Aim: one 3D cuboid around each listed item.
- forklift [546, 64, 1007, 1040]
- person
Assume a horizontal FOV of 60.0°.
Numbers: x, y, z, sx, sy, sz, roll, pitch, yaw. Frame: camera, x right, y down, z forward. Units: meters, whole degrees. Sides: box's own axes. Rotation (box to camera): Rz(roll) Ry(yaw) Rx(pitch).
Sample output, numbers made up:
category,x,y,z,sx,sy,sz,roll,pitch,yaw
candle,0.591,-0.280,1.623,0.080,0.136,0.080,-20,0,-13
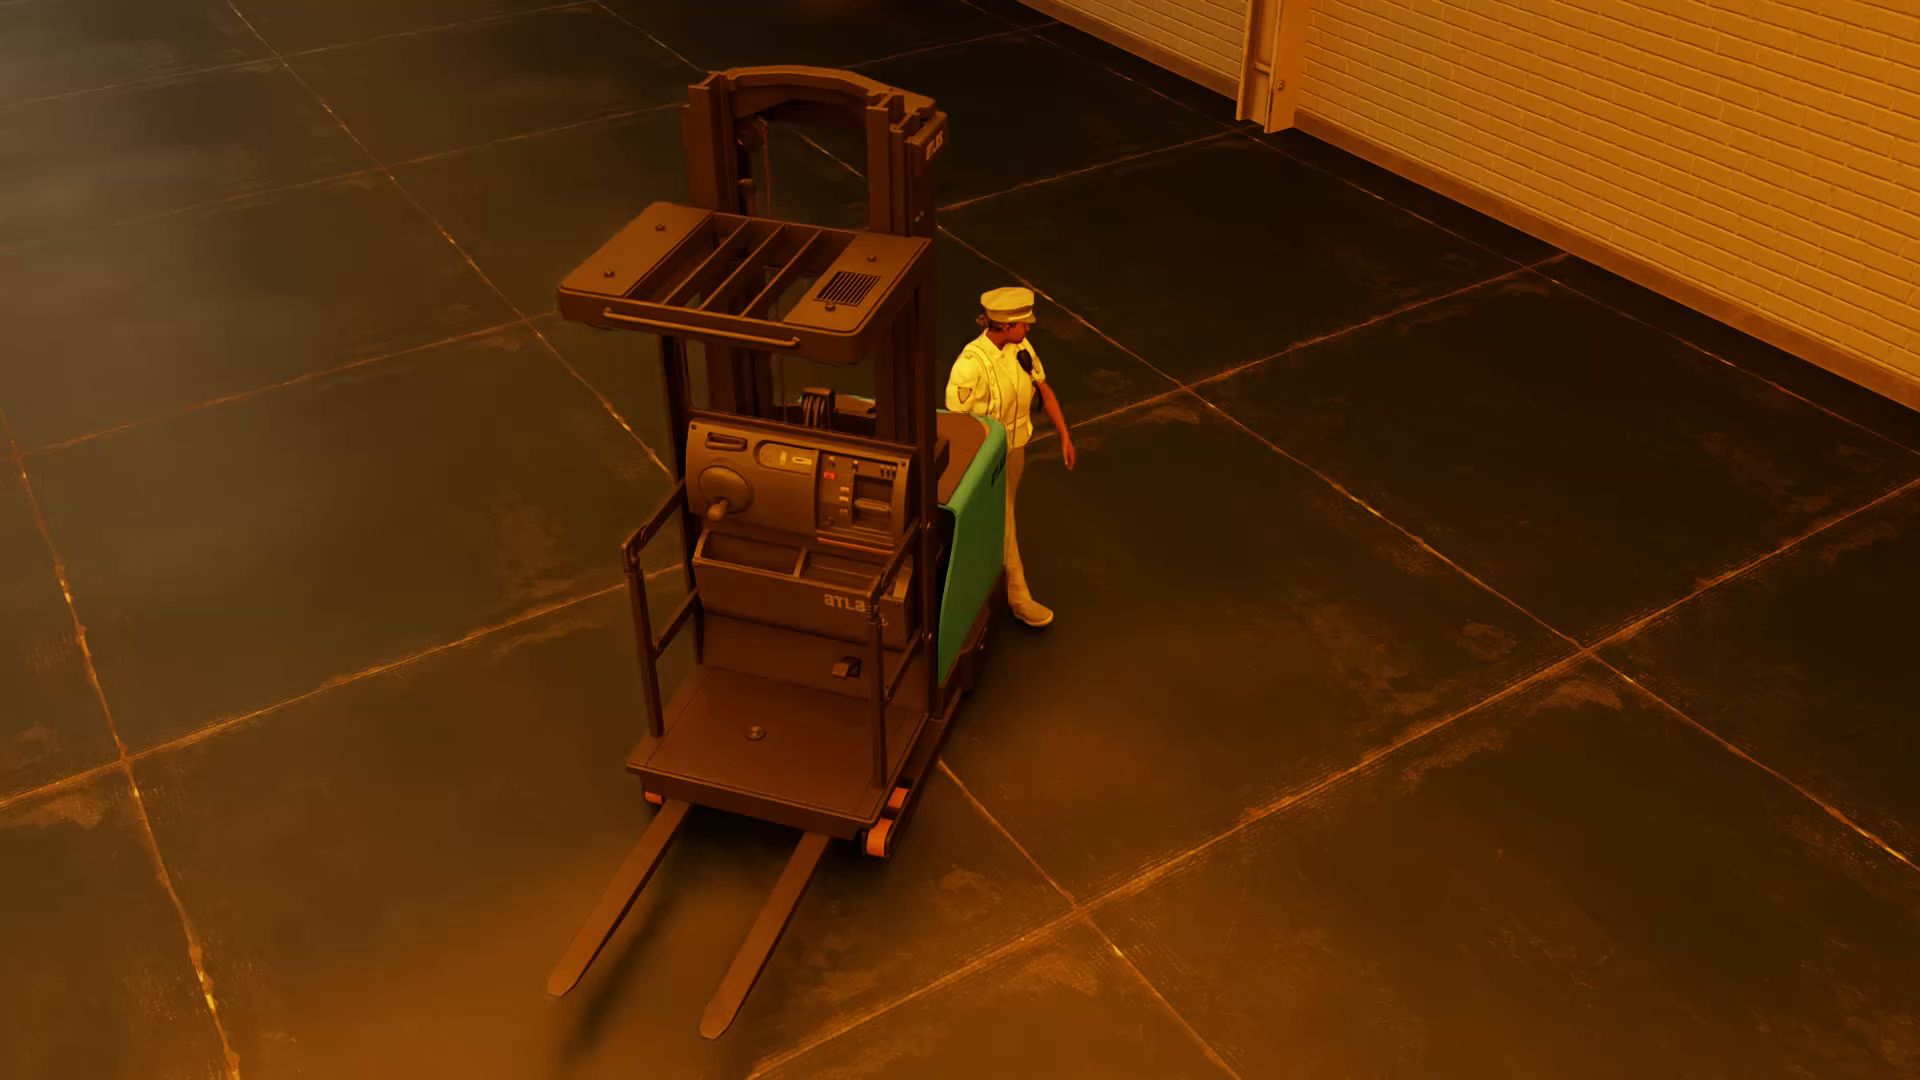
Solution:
category,x,y,z,sx,sy,sz,roll,pitch,yaw
forklift,-0.707,-0.155,6.368,1.130,2.935,3.031,11,36,15
person,0.205,-0.398,7.873,0.853,1.608,0.594,27,43,33
